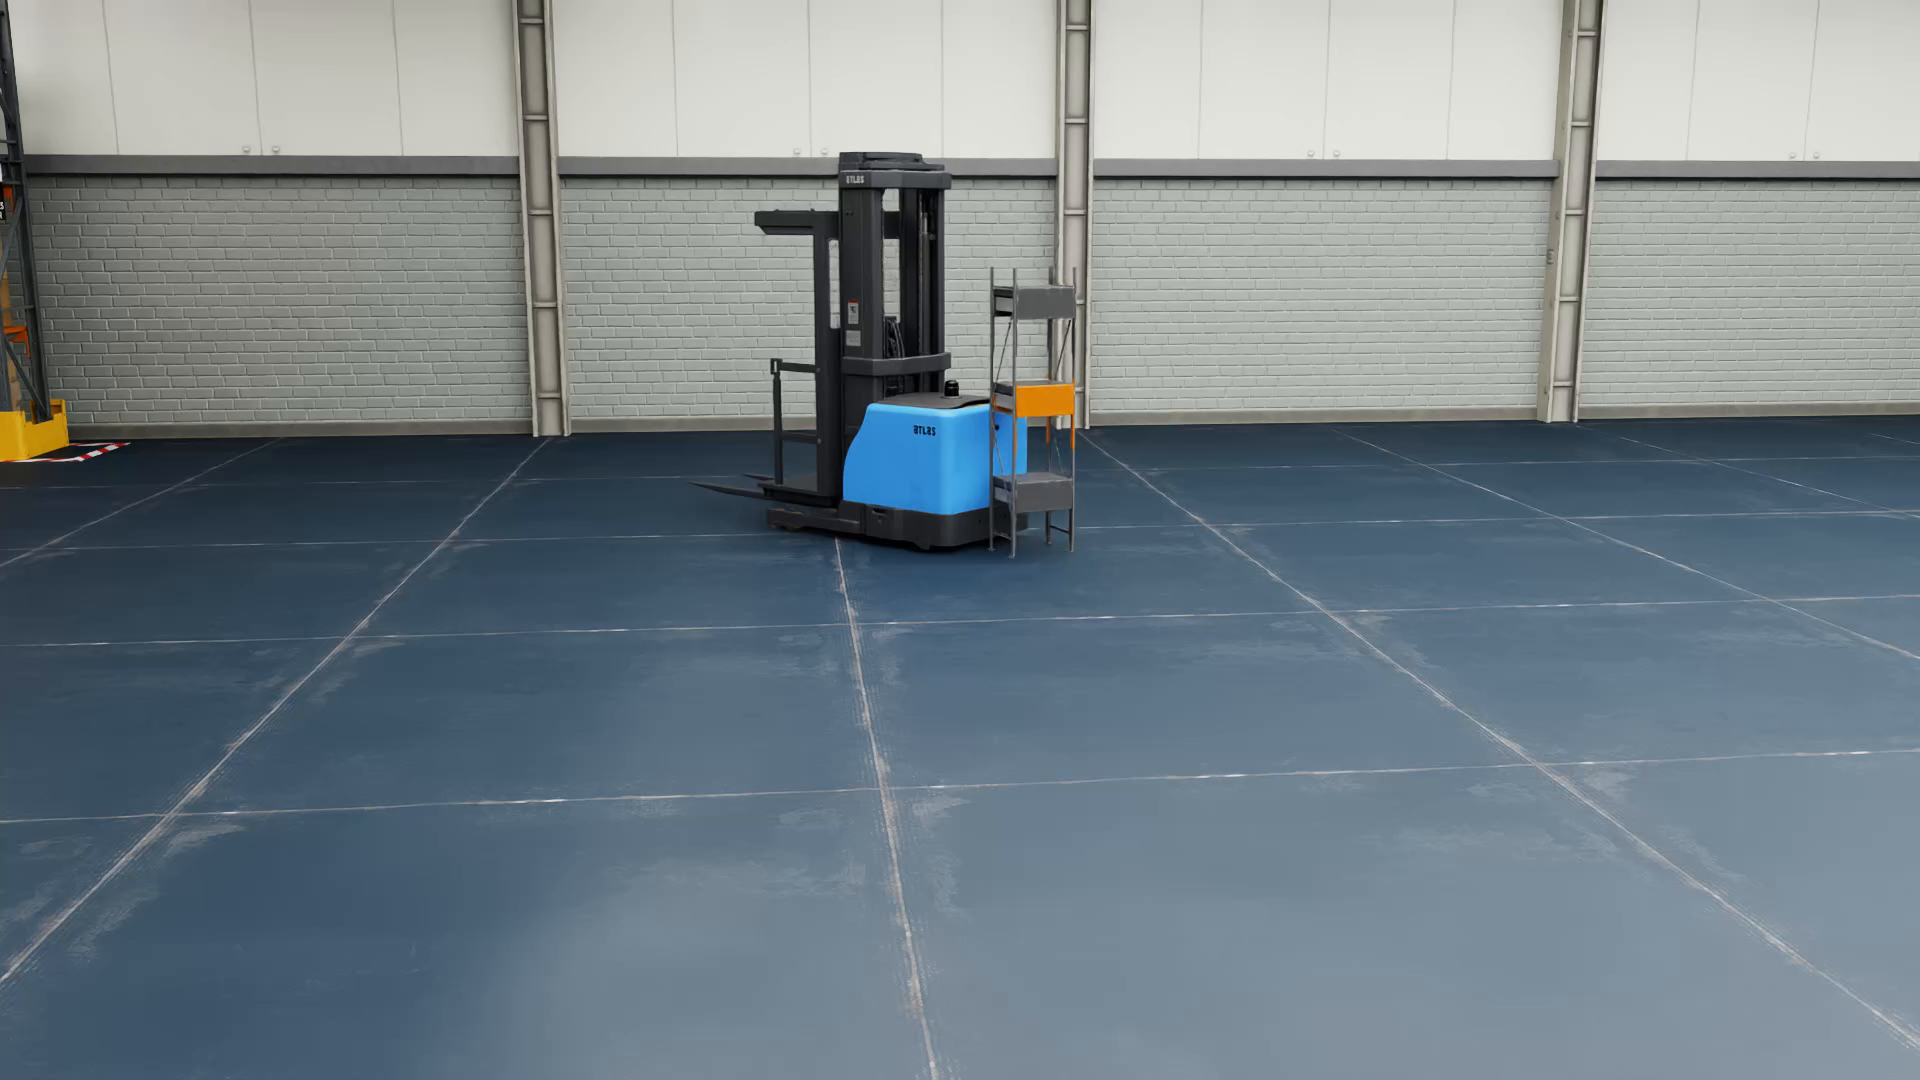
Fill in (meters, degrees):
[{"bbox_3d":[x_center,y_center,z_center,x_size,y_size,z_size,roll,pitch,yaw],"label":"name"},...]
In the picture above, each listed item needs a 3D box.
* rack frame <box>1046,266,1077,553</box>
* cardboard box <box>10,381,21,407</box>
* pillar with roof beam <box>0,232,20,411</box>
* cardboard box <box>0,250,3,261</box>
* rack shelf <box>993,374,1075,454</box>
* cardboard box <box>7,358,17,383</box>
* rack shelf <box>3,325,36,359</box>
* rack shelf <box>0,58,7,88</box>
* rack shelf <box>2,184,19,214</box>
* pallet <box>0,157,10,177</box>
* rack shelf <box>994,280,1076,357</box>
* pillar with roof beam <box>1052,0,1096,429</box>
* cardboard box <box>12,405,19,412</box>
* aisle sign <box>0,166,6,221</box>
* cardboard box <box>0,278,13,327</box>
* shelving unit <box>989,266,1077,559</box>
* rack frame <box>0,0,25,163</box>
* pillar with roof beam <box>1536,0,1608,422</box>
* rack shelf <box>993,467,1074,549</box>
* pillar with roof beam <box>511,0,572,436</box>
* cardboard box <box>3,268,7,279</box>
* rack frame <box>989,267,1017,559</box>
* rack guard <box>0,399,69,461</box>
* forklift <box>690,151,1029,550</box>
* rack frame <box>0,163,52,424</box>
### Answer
[{"bbox_3d":[0.752,-0.965,12.335,0.015,2.100,0.400,-5,12,-25],"label":"rack frame"},{"bbox_3d":[-10.322,-1.527,17.601,0.500,0.250,0.500,-1,11,-5],"label":"cardboard box"},{"bbox_3d":[-10.157,-4.671,13.299,0.400,9.000,9.100,-1,11,-6],"label":"pillar with roof beam"},{"bbox_3d":[-10.190,-2.942,17.344,0.250,0.149,0.380,-1,11,-7],"label":"cardboard box"},{"bbox_3d":[0.531,-0.932,12.235,0.480,0.518,0.431,-5,12,-25],"label":"rack shelf"},{"bbox_3d":[-10.331,-1.768,17.534,0.500,0.250,0.500,-1,11,-7],"label":"cardboard box"},{"bbox_3d":[-11.821,-2.000,17.129,4.000,0.370,1.077,-1,11,-6],"label":"rack shelf"},{"bbox_3d":[-11.821,-4.747,16.589,4.000,0.370,1.077,-1,11,-6],"label":"rack shelf"},{"bbox_3d":[-11.821,-3.472,16.840,4.000,0.370,1.077,-1,11,-6],"label":"rack shelf"},{"bbox_3d":[-10.538,-3.813,16.941,1.213,0.211,1.003,-1,11,-6],"label":"pallet"},{"bbox_3d":[0.531,-1.619,12.100,0.480,0.518,0.431,-5,12,-25],"label":"rack shelf"},{"bbox_3d":[1.773,-4.921,14.571,0.400,9.000,9.100,-1,11,-6],"label":"pillar with roof beam"},{"bbox_3d":[-10.342,-1.279,17.635,0.500,0.250,0.500,-1,11,-6],"label":"cardboard box"},{"bbox_3d":[-9.736,-3.615,16.742,0.004,0.787,0.394,-1,11,-6],"label":"aisle sign"},{"bbox_3d":[-10.355,-2.486,17.481,0.500,0.500,0.500,-1,11,-4],"label":"cardboard box"},{"bbox_3d":[0.531,-0.945,12.233,0.503,2.100,0.431,-5,12,-25],"label":"shelving unit"},{"bbox_3d":[-9.833,-5.338,16.693,0.127,3.000,1.000,-1,11,-6],"label":"rack frame"},{"bbox_3d":[7.737,-5.046,15.207,0.400,9.000,9.100,-1,11,-6],"label":"pillar with roof beam"},{"bbox_3d":[0.531,-0.245,12.371,0.480,0.518,0.431,-5,12,-25],"label":"rack shelf"},{"bbox_3d":[-4.192,-4.796,13.935,0.400,9.000,9.100,-1,11,-6],"label":"pillar with roof beam"},{"bbox_3d":[-10.198,-2.805,17.417,0.250,0.149,0.380,-1,11,-8],"label":"cardboard box"},{"bbox_3d":[0.311,-0.925,12.130,0.015,2.100,0.400,-5,12,-25],"label":"rack frame"},{"bbox_3d":[-9.809,-1.168,17.516,0.348,0.500,1.175,-1,11,-6],"label":"rack guard"},{"bbox_3d":[-0.925,-1.572,13.266,3.031,2.935,1.130,9,14,39],"label":"forklift"},{"bbox_3d":[-9.833,-2.394,17.272,0.127,3.000,1.000,-1,11,-6],"label":"rack frame"}]
